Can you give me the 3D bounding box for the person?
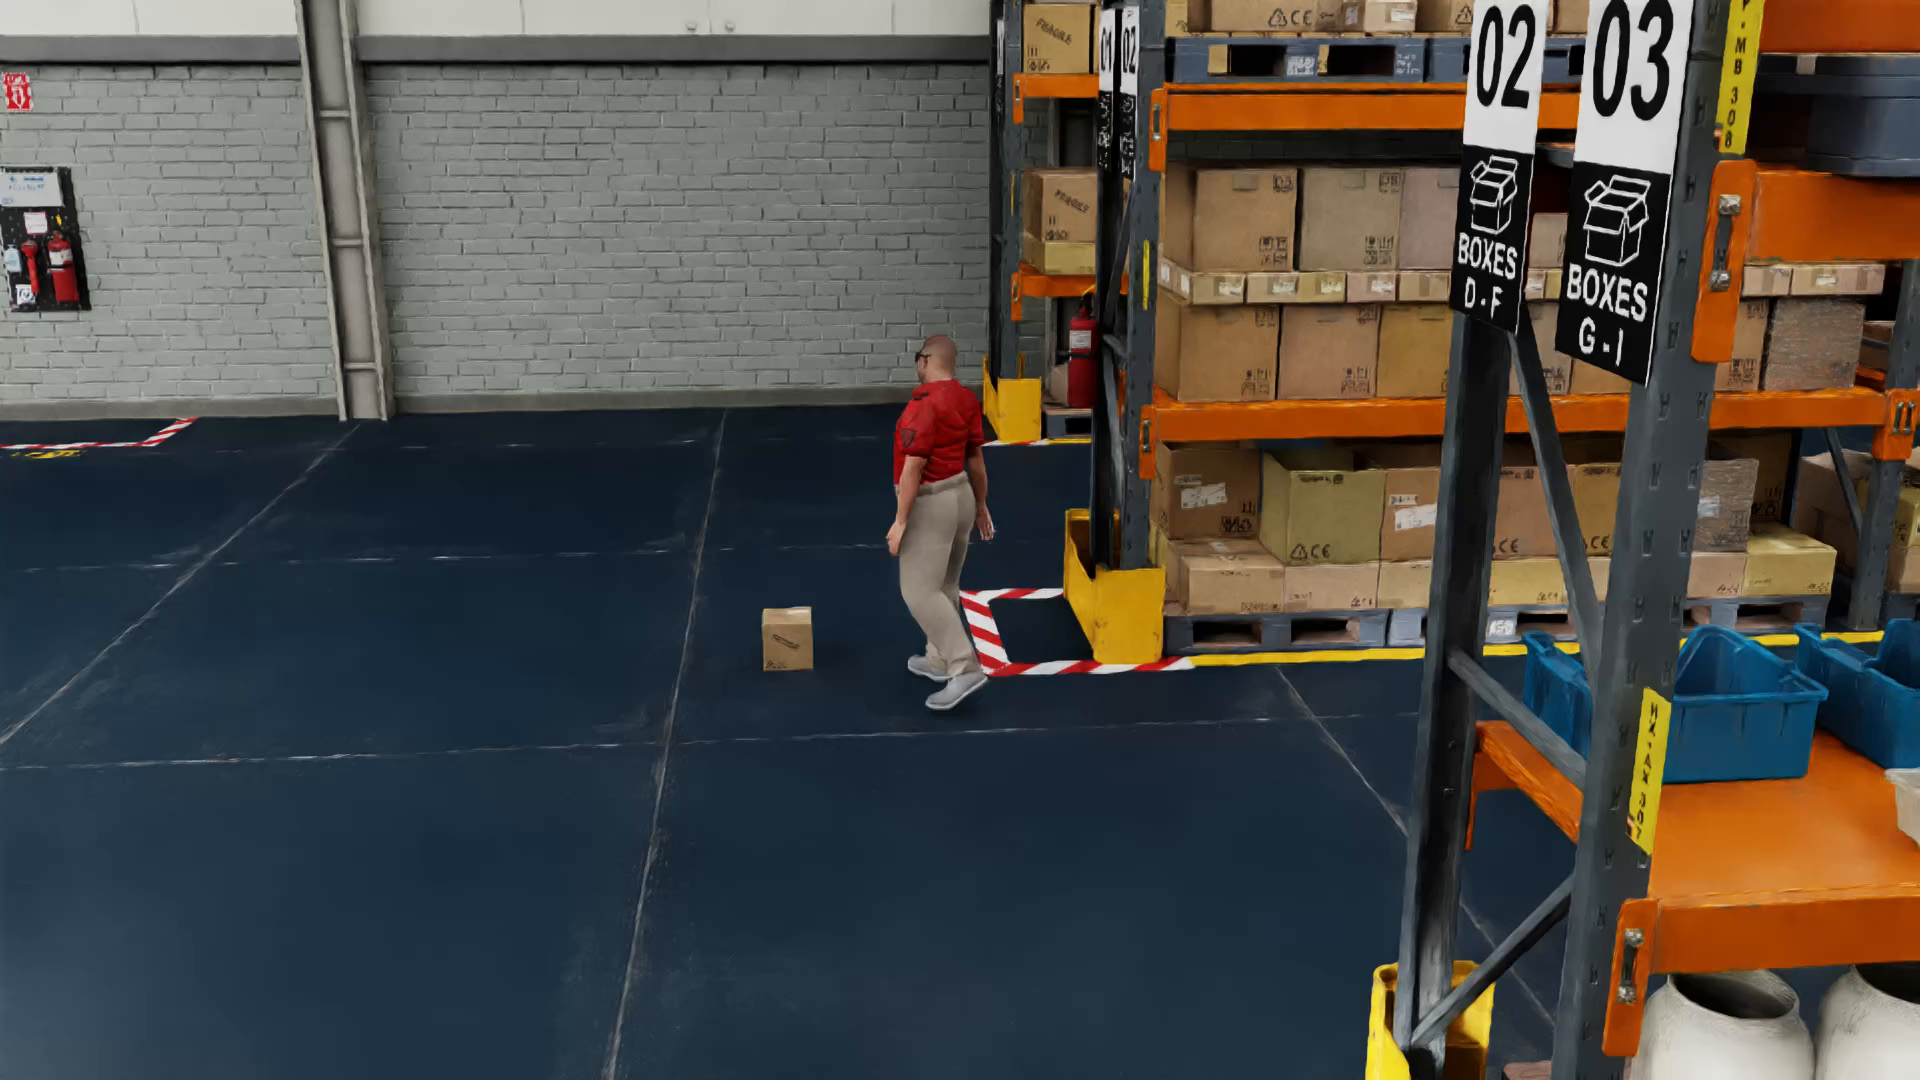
[{"bbox_3d":[-0.091,-0.102,7.887,0.614,1.725,0.649,11,20,31],"label":"person"}]
